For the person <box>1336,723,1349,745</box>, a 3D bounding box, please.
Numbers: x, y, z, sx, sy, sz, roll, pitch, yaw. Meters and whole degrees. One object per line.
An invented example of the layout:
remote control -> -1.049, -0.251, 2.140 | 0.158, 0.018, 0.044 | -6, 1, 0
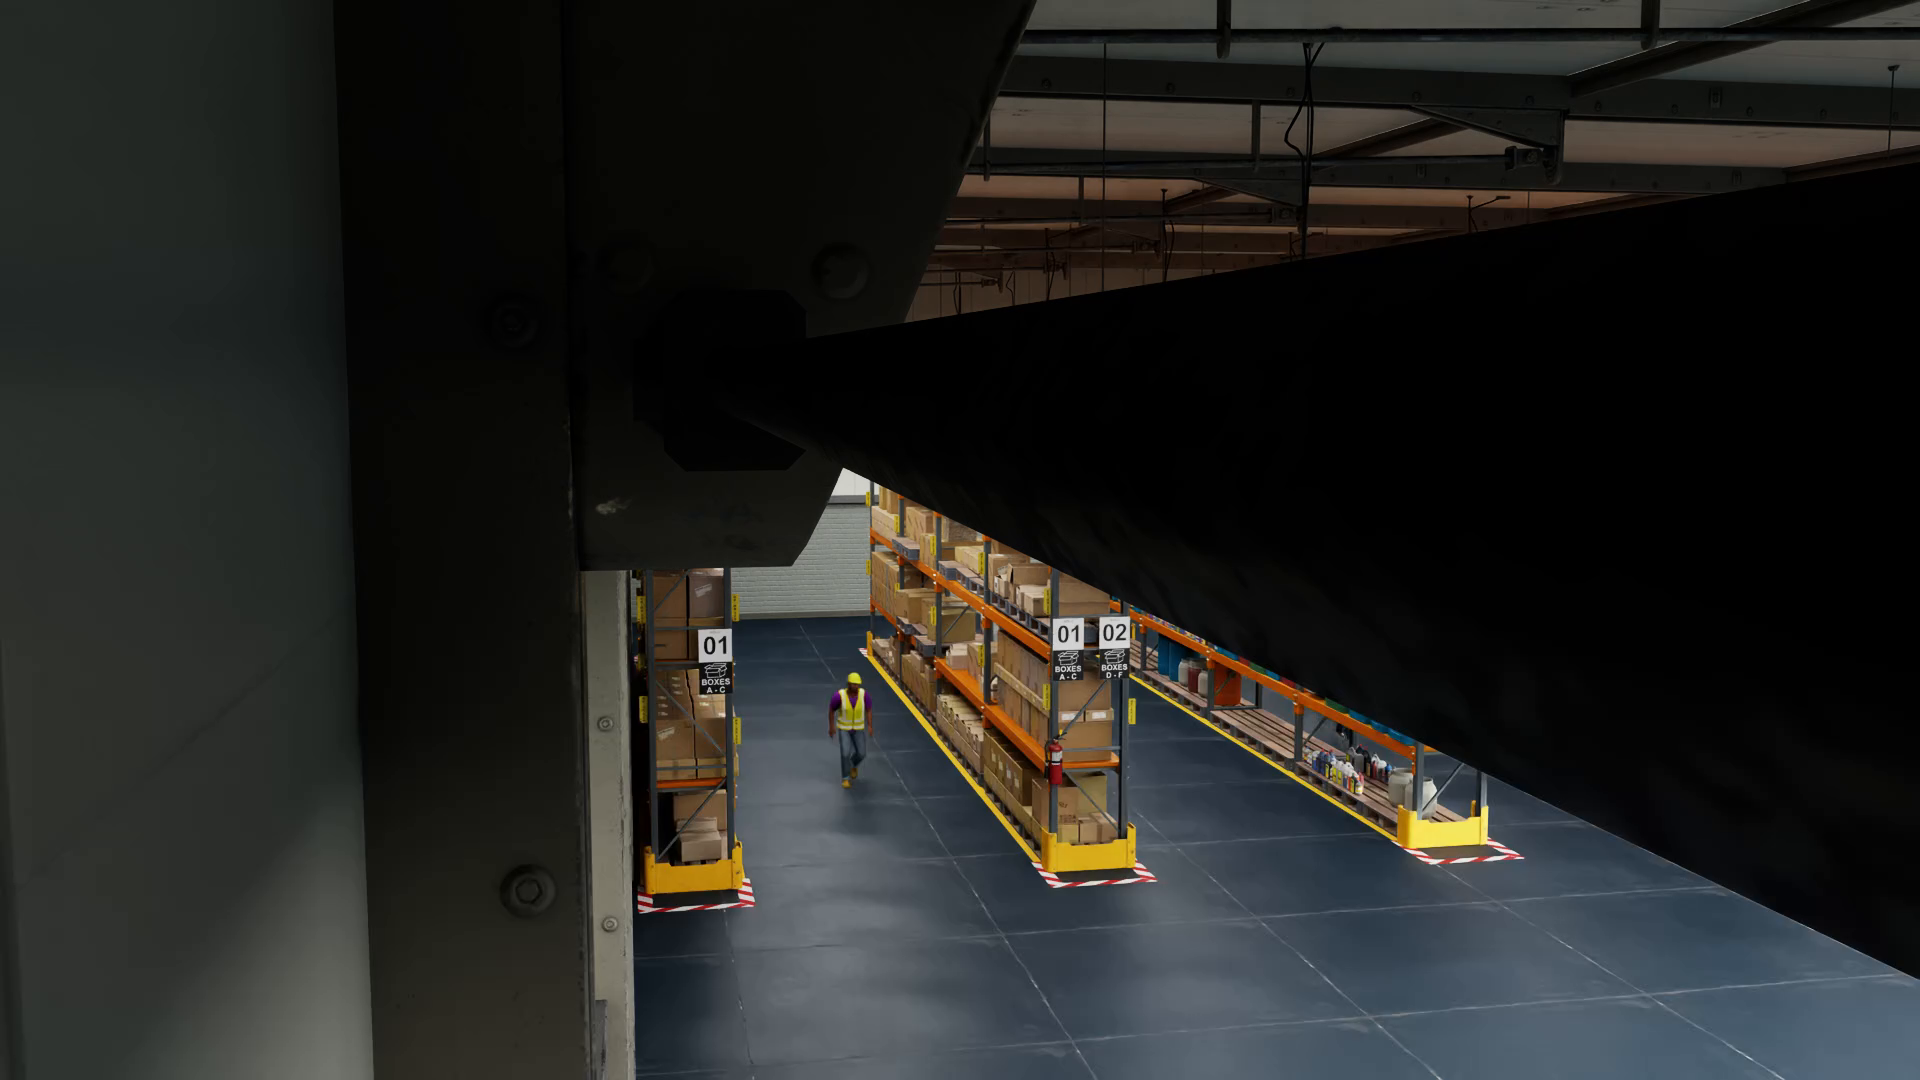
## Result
person -> 6.514, 2.635, 27.848 | 0.434, 1.547, 0.946 | -1, 6, -12

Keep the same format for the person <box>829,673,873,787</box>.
person -> -1.673, 2.844, 25.186 | 0.642, 1.745, 0.664 | -2, 6, -17

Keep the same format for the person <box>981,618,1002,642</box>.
person -> 0.649, 1.919, 34.322 | 0.474, 1.622, 1.045 | -1, 6, -12
